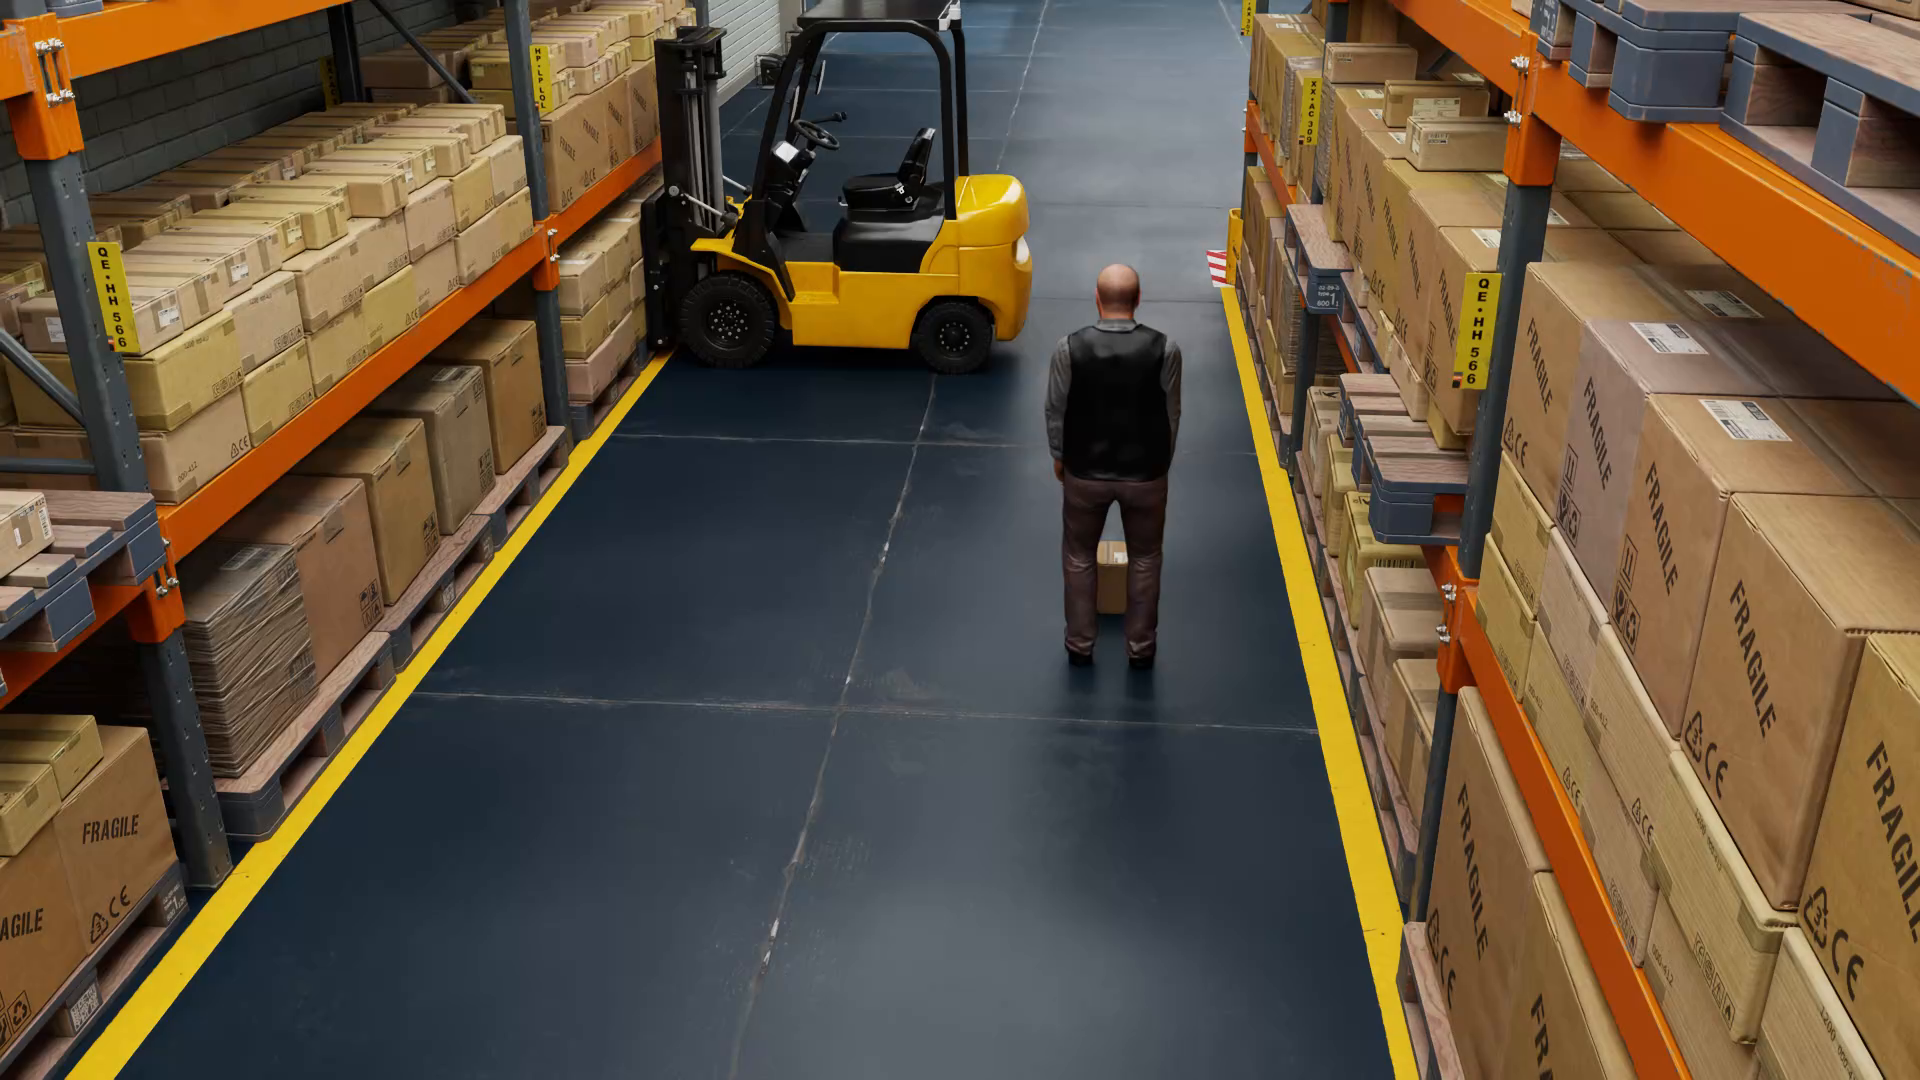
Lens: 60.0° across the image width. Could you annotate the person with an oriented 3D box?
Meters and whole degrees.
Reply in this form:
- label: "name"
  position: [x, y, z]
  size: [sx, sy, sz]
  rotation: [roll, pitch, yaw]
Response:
- label: "person"
  position: [0.612, -0.274, 6.780]
  size: [0.546, 1.697, 0.385]
  rotation: [2, 24, 5]
